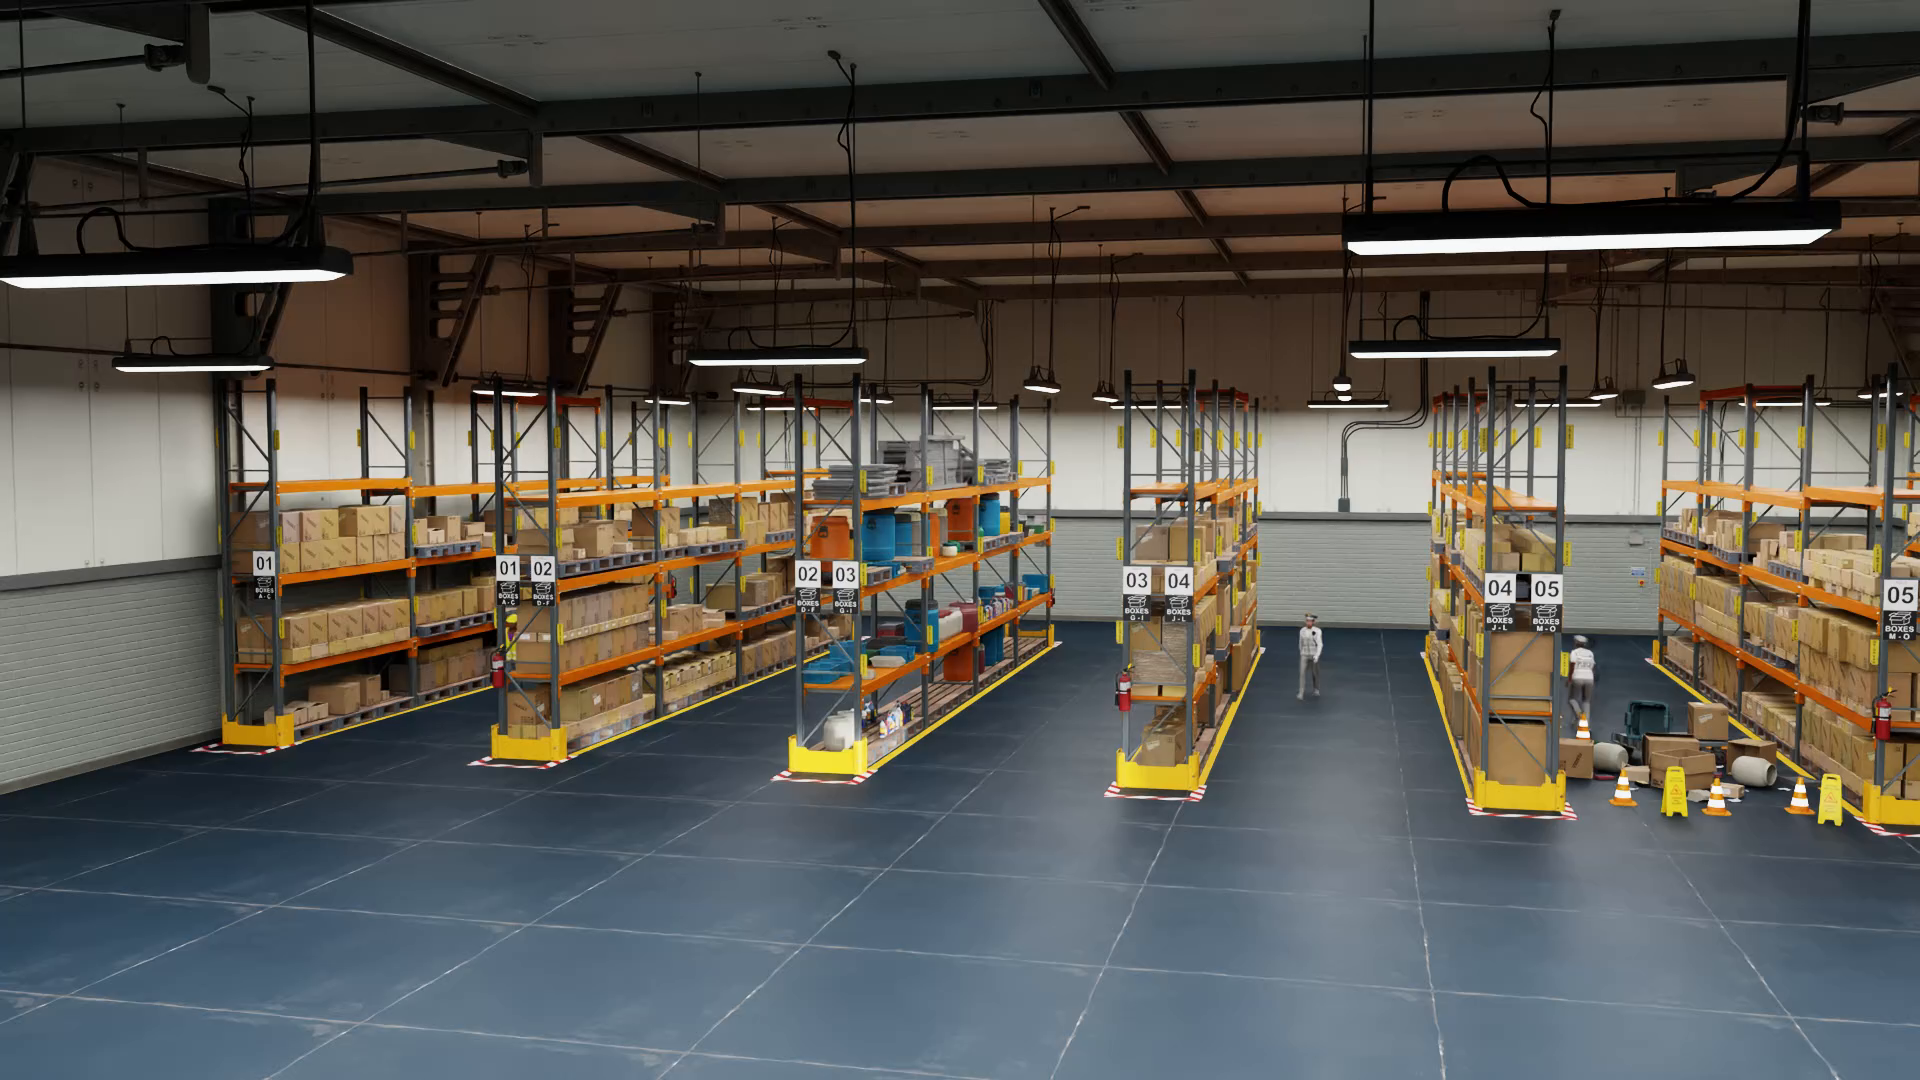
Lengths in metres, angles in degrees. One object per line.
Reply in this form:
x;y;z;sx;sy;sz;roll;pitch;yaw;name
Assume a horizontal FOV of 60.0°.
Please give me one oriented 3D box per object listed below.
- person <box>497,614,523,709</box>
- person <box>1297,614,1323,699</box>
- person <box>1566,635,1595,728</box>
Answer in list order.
-8.371;2.248;31.101;0.592;1.720;0.951;-1;4;-12;person
6.766;2.233;32.164;0.500;1.624;0.964;2;4;26;person
10.858;2.471;29.112;0.523;1.578;0.715;0;3;6;person
